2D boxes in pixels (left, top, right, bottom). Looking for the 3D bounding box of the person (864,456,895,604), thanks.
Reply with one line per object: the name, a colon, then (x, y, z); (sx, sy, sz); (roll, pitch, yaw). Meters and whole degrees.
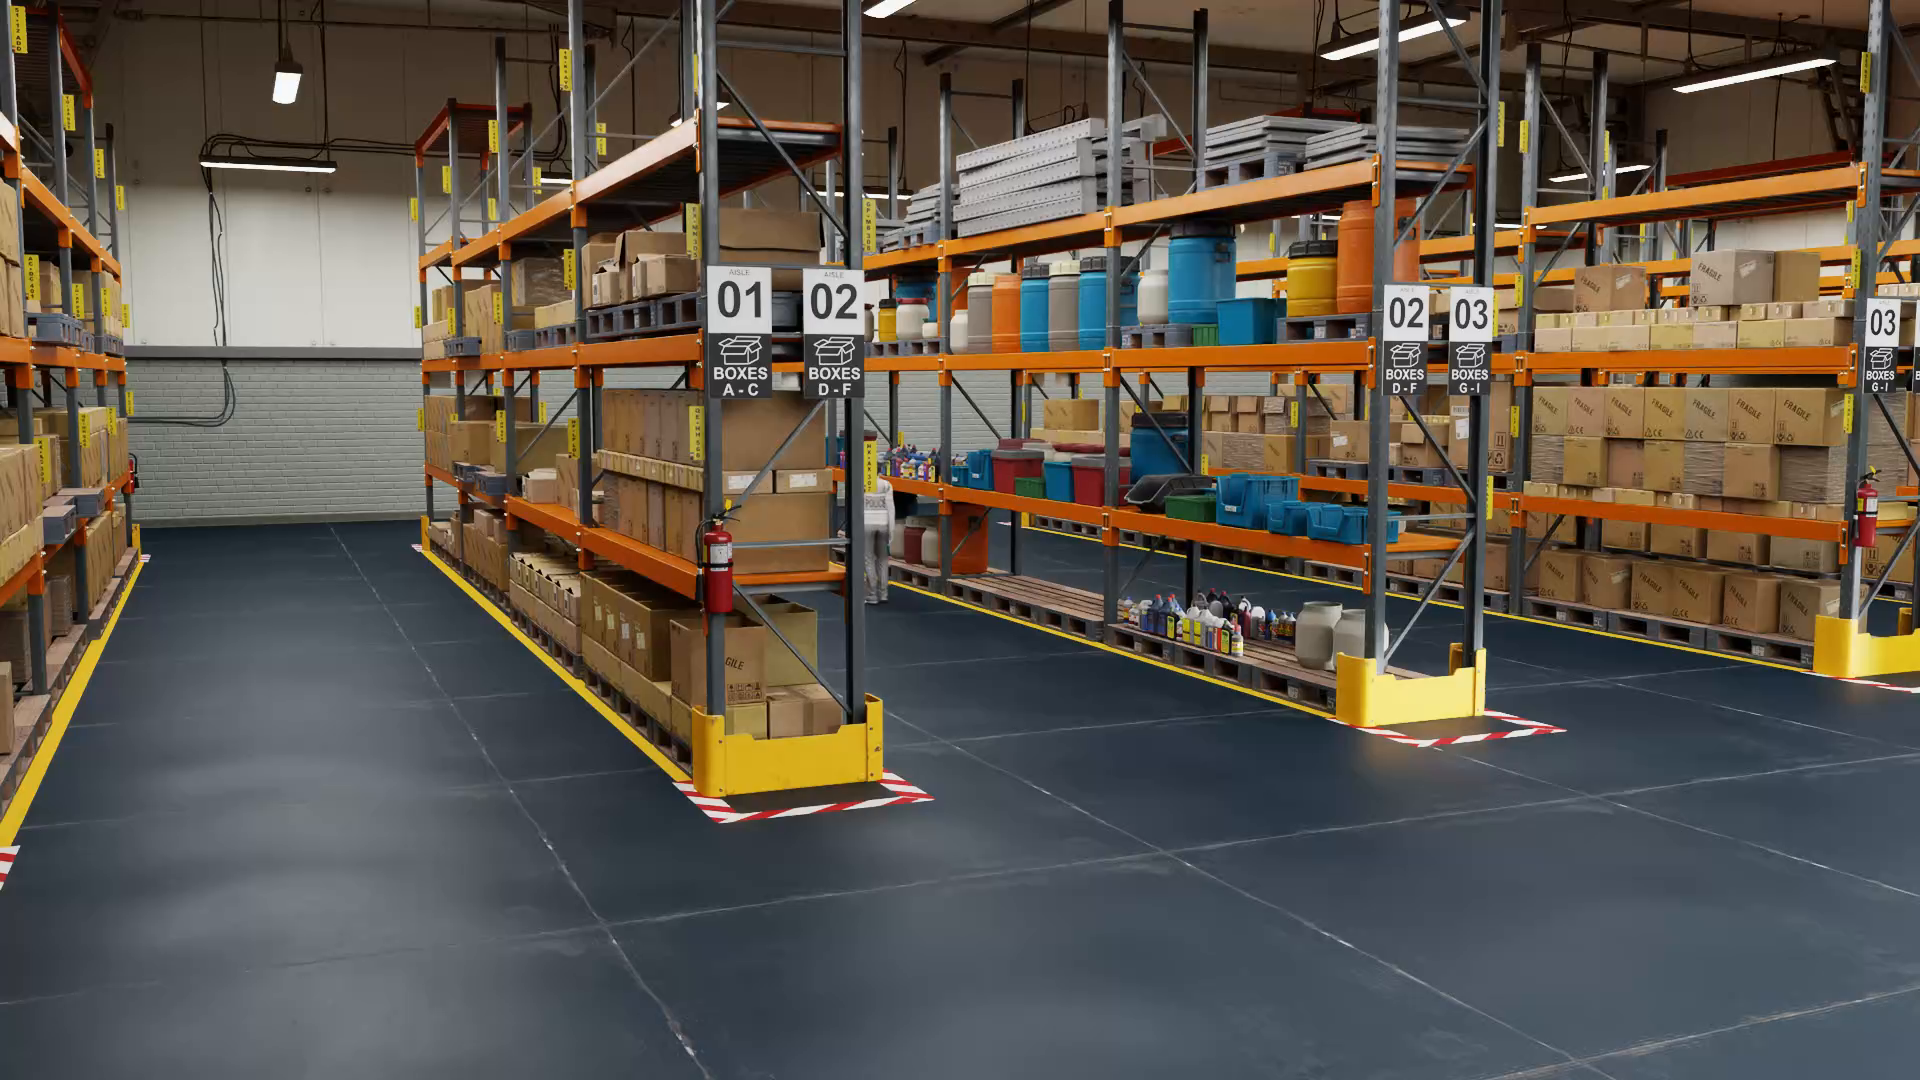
person: (-1.027, -0.122, 18.810); (0.498, 1.682, 0.492); (-2, 6, -23)
